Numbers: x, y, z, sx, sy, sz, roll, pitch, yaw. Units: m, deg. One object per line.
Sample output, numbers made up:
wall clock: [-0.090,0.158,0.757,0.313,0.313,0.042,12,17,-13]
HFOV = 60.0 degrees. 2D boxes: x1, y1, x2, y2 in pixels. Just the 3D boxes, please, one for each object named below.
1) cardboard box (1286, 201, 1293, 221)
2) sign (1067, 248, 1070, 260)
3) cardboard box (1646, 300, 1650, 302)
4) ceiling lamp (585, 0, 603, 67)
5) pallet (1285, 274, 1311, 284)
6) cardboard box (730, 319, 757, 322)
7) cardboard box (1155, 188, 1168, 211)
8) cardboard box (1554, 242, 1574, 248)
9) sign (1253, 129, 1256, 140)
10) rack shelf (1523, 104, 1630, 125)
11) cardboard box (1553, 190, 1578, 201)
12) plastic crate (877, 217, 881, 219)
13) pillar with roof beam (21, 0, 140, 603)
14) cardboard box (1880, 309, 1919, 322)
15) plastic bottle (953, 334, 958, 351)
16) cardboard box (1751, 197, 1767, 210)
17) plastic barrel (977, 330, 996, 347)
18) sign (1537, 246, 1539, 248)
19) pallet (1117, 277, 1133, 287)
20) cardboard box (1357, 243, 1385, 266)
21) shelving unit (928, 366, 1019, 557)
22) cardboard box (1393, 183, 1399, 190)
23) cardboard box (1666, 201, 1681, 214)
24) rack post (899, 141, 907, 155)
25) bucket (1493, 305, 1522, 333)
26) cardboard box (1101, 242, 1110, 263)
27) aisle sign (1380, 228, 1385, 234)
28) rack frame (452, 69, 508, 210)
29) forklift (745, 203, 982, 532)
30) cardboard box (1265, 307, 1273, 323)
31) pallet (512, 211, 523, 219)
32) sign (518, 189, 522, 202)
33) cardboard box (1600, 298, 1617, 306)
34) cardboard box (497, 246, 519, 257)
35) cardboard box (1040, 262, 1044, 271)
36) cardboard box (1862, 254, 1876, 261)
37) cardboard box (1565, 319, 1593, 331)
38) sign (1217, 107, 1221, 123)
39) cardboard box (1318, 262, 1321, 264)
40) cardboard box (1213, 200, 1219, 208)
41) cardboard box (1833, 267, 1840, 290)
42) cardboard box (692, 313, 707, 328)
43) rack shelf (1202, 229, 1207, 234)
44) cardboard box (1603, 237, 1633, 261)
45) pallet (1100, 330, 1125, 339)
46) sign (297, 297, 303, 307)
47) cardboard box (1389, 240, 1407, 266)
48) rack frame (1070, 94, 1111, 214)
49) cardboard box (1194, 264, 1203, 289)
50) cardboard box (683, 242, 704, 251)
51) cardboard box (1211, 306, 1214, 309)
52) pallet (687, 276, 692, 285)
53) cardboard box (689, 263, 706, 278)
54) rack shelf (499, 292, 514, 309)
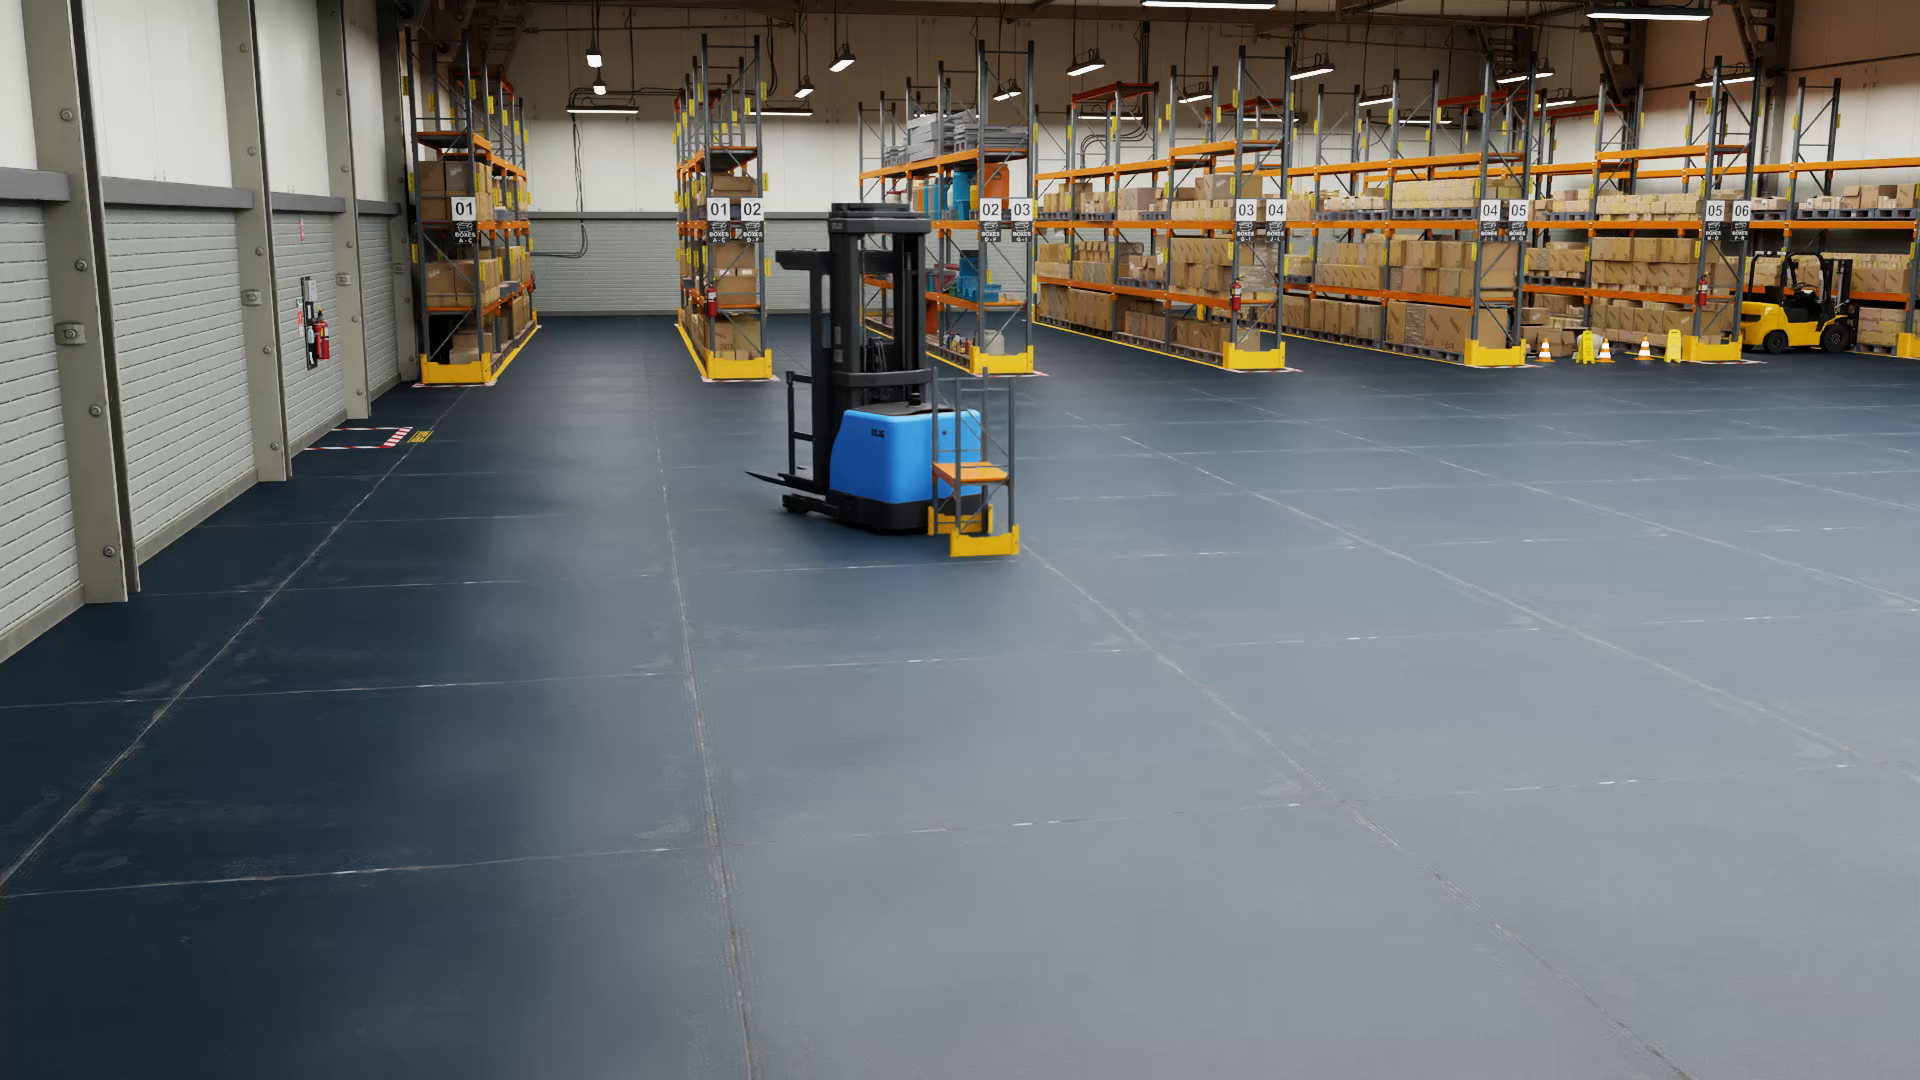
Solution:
cardboard box: [8.464,-8.223,41.586,0.500,0.500,0.500,-2,11,-11]
sign: [2.821,-7.437,43.220,0.100,0.325,0.005,-2,11,-11]
cardboard box: [18.289,-6.328,43.751,0.380,0.149,0.250,-2,11,-9]
ceiling lamp: [-6.877,-10.878,32.168,0.800,3.185,2.000,-2,11,-11]
pallet: [8.785,-6.454,41.096,1.213,0.211,1.003,-2,11,-11]
cardboard box: [-4.114,-3.946,31.631,0.500,0.500,0.500,-2,11,-11]
cardboard box: [4.742,-7.519,36.757,0.797,0.503,0.637,-2,11,-9]
cardboard box: [14.458,-7.050,39.795,0.380,0.149,0.250,-3,11,-14]
sign: [7.714,-10.584,43.525,0.100,0.325,0.005,-2,11,-11]
rack shelf: [17.565,-12.128,47.384,1.077,0.370,4.000,-2,11,-11]
cardboard box: [14.184,-8.026,38.761,0.500,0.250,0.500,-2,11,-10]
plastic crate: [-1.872,-8.249,42.559,0.450,0.188,0.662,-2,11,-11]
pillar with roof beam: [-2.139,-4.151,12.439,9.100,9.000,0.400,-2,11,-11]
cardboard box: [19.892,-4.754,35.207,0.500,0.250,0.500,-2,11,-9]
plastic bottle: [-0.068,-3.985,33.519,0.144,0.351,0.185,-2,11,-11]
cardboard box: [18.981,-8.017,39.622,0.500,0.311,0.500,-3,11,-13]
plastic barrel: [0.540,-3.806,32.202,0.421,0.512,0.421,0,11,0]
sign: [14.394,-7.171,41.467,0.100,0.325,0.005,-2,11,-11]
pallet: [4.386,-6.039,38.913,1.213,0.211,1.003,-2,11,-11]
cardboard box: [9.503,-6.506,37.914,0.700,0.500,0.500,-2,11,-11]
shelving unit: [0.103,-0.702,14.375,0.587,1.500,1.083,-2,11,-12]
cardboard box: [9.543,-7.606,35.762,0.380,0.149,0.250,-2,11,-10]
cardboard box: [14.972,-6.876,34.381,0.500,0.250,0.500,-2,11,-12]
rack post: [-0.897,-9.121,38.752,0.954,0.300,0.937,-2,11,-11]
bucket: [12.094,-4.885,37.031,0.726,0.611,0.620,2,1,9]
cardboard box: [3.892,-7.056,40.795,0.797,0.503,0.637,-2,11,-10]
aisle sign: [12.598,-9.389,49.049,0.394,0.787,0.004,-2,11,-11]
rack frame: [-10.433,-8.666,36.161,1.000,3.000,0.127,-2,11,-11]
forklift: [-1.069,-1.737,15.983,1.130,2.935,3.031,-8,13,-35]
cardboard box: [8.238,-5.891,43.189,0.500,0.500,0.500,-2,11,-8]
pallet: [-11.360,-8.033,41.095,1.003,0.211,1.213,-2,11,-11]
sign: [-10.681,-8.356,40.332,0.100,0.325,0.005,-2,11,-11]
cardboard box: [14.457,-5.286,36.936,0.380,0.149,0.250,-2,11,-10]
cardboard box: [-10.780,-6.856,39.572,0.500,0.250,0.500,-2,11,-10]
cardboard box: [2.523,-7.606,46.243,0.500,0.250,0.500,-2,11,-12]
cardboard box: [19.720,-6.089,35.868,0.380,0.149,0.250,-2,11,-10]
cardboard box: [14.537,-4.898,38.312,0.950,0.372,0.625,-2,11,-10]
sign: [5.457,-8.987,35.137,0.100,0.325,0.005,-2,11,-11]
cardboard box: [9.076,-6.796,41.133,0.380,0.149,0.250,-2,11,-8]
cardboard box: [5.170,-6.571,32.510,0.380,0.149,0.250,-2,11,-11]
cardboard box: [19.634,-5.745,36.591,0.500,0.500,0.500,-2,11,-11]
cardboard box: [-5.761,-4.924,37.277,0.500,0.311,0.500,-2,11,-9]
rack shelf: [7.861,-8.642,45.980,1.077,0.370,4.000,-2,11,-11]
cardboard box: [14.592,-6.390,36.508,0.700,0.500,0.500,-2,11,-11]
pallet: [4.063,-5.037,40.596,1.003,0.211,1.213,-2,11,-11]
sign: [-8.238,-2.968,20.753,0.001,0.109,0.331,-2,11,-11]
cardboard box: [9.844,-6.223,36.080,0.875,0.550,0.550,-2,11,-11]
rack frame: [3.365,-9.940,42.855,1.000,3.000,0.127,-2,11,-11]
cardboard box: [5.263,-5.362,33.784,0.875,0.500,0.500,-2,11,-11]
cardboard box: [-6.705,-7.257,41.862,0.500,0.500,0.500,-2,11,-11]
cardboard box: [7.320,-6.683,47.492,0.380,0.149,0.250,-2,11,-11]
pallet: [-5.958,-6.162,39.563,1.003,0.211,1.213,-2,11,-11]
cardboard box: [-5.808,-6.267,38.209,0.700,0.500,0.500,-6,12,-30]
rack shelf: [-10.045,-4.999,34.862,1.077,0.370,4.000,-2,11,-11]
